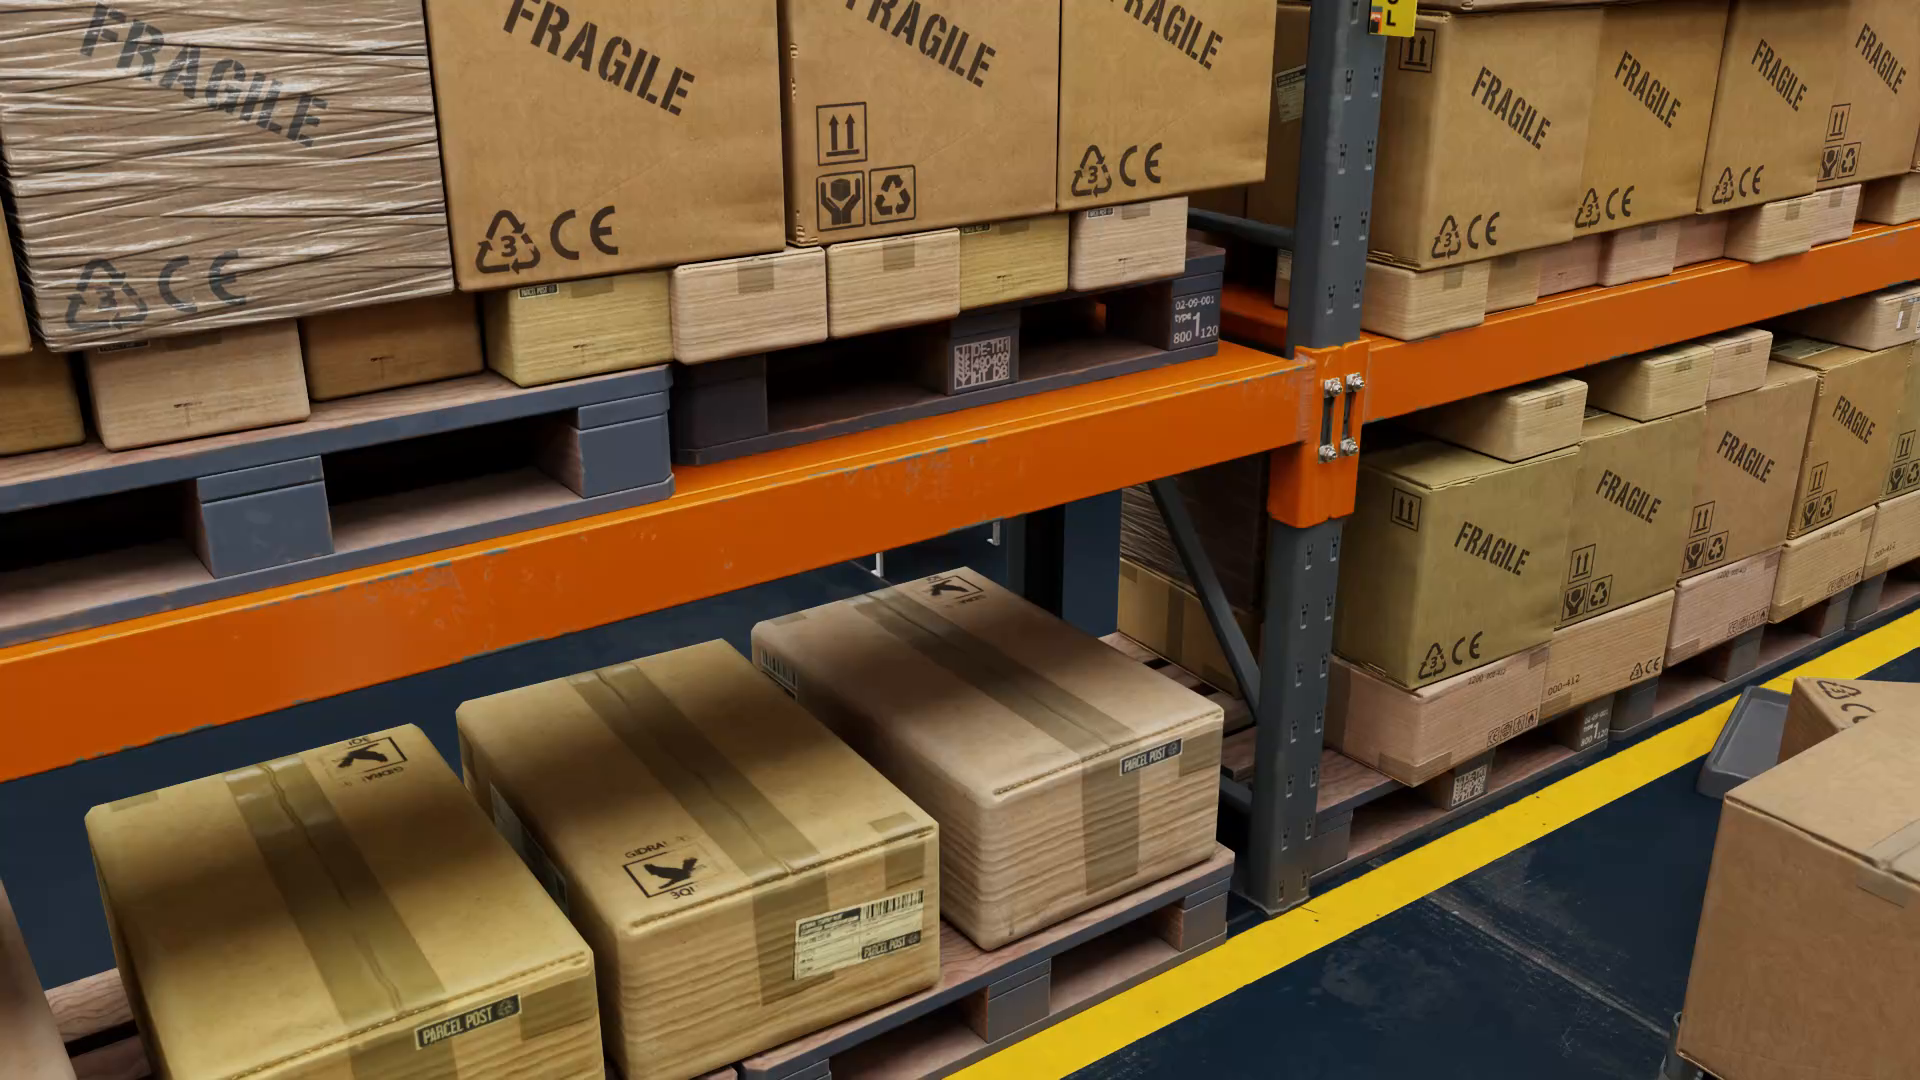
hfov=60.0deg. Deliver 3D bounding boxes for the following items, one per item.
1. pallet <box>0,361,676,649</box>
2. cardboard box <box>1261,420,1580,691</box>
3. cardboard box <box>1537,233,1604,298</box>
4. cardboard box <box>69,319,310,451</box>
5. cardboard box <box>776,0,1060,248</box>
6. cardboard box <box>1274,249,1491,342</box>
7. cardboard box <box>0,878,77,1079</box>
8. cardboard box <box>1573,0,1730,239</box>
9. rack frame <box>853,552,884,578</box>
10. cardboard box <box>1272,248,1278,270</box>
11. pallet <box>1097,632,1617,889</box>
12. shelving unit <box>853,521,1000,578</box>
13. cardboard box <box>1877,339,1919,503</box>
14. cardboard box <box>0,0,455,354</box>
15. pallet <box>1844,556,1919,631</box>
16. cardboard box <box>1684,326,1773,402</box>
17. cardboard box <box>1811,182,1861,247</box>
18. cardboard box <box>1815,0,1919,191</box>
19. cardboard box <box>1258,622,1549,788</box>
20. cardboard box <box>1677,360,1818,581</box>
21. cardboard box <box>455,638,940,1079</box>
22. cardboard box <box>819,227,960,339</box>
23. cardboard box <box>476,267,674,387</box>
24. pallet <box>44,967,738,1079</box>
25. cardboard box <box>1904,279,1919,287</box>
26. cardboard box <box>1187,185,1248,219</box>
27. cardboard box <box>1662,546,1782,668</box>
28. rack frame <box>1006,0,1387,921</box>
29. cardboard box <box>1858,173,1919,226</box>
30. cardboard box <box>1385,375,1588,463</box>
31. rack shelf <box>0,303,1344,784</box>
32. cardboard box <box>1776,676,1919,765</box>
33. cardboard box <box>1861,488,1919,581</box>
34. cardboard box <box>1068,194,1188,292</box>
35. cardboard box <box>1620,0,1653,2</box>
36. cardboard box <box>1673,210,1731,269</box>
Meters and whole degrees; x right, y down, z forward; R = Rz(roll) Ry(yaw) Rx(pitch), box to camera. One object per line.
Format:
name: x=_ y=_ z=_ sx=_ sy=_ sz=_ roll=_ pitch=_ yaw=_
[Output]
pallet: x=-1.205 y=-0.185 z=2.572 sx=1.213 sy=0.211 sz=1.003 roll=-15 pitch=26 yaw=-33
cardboard box: x=1.096 y=-0.012 z=4.011 sx=0.500 sy=0.500 sz=0.500 roll=-14 pitch=25 yaw=-30
cardboard box: x=1.275 y=-0.691 z=3.921 sx=0.250 sy=0.149 sz=0.380 roll=-15 pitch=26 yaw=-33
cardboard box: x=-1.075 y=-0.262 z=2.277 sx=0.250 sy=0.149 sz=0.380 roll=-14 pitch=26 yaw=-31
cardboard box: x=-0.184 y=-0.802 z=2.757 sx=0.500 sy=0.500 sz=0.500 roll=-15 pitch=26 yaw=-33
cardboard box: x=0.902 y=-0.554 z=3.578 sx=0.250 sy=0.149 sz=0.380 roll=-15 pitch=26 yaw=-33
cardboard box: x=-1.729 y=0.910 z=2.547 sx=0.625 sy=0.372 sz=0.950 roll=-16 pitch=27 yaw=-34
cardboard box: x=1.373 y=-1.011 z=3.847 sx=0.500 sy=0.500 sz=0.500 roll=-15 pitch=26 yaw=-33
rack frame: x=-0.332 y=-0.469 z=5.452 sx=0.015 sy=1.200 sz=0.240 roll=-15 pitch=26 yaw=-33
cardboard box: x=0.740 y=-0.800 z=4.193 sx=0.250 sy=0.149 sz=0.380 roll=-14 pitch=26 yaw=-32
pallet: x=0.984 y=0.440 z=4.510 sx=1.213 sy=0.211 sz=1.003 roll=-15 pitch=26 yaw=-33
shelving unit: x=-0.134 y=-0.521 z=5.584 sx=0.503 sy=1.200 sz=0.258 roll=-15 pitch=26 yaw=-33
cardboard box: x=2.786 y=-0.466 z=5.148 sx=0.500 sy=0.500 sz=0.500 roll=-14 pitch=26 yaw=-31
cardboard box: x=-1.031 y=-0.579 z=2.197 sx=0.500 sy=0.500 sz=0.500 roll=-16 pitch=27 yaw=-35
pallet: x=2.964 y=-0.088 z=5.833 sx=1.213 sy=0.211 sz=1.003 roll=-15 pitch=26 yaw=-33
cardboard box: x=1.865 y=-0.493 z=4.342 sx=0.250 sy=0.149 sz=0.380 roll=-13 pitch=25 yaw=-30
cardboard box: x=2.134 y=-0.891 z=4.422 sx=0.250 sy=0.149 sz=0.380 roll=-15 pitch=26 yaw=-33
cardboard box: x=2.187 y=-1.231 z=4.398 sx=0.500 sy=0.500 sz=0.500 roll=-15 pitch=26 yaw=-32
cardboard box: x=1.096 y=0.336 z=4.150 sx=0.500 sy=0.250 sz=0.500 roll=-16 pitch=27 yaw=-35
cardboard box: x=1.945 y=-0.243 z=4.590 sx=0.500 sy=0.500 sz=0.500 roll=-13 pitch=25 yaw=-30
cardboard box: x=-0.547 y=0.597 z=3.332 sx=0.625 sy=0.372 sz=0.950 roll=-13 pitch=25 yaw=-30
cardboard box: x=-0.210 y=-0.465 z=2.787 sx=0.250 sy=0.149 sz=0.380 roll=-15 pitch=26 yaw=-34
cardboard box: x=-0.634 y=-0.367 z=2.541 sx=0.250 sy=0.149 sz=0.380 roll=-15 pitch=26 yaw=-33
pallet: x=-1.163 y=1.030 z=3.030 sx=1.213 sy=0.211 sz=1.003 roll=-15 pitch=26 yaw=-33
cardboard box: x=2.743 y=-0.728 z=4.929 sx=0.250 sy=0.149 sz=0.380 roll=-14 pitch=26 yaw=-32
cardboard box: x=0.675 y=-1.055 z=3.957 sx=0.500 sy=0.500 sz=0.500 roll=-16 pitch=27 yaw=-34
cardboard box: x=1.952 y=0.102 z=4.738 sx=0.500 sy=0.250 sz=0.500 roll=-15 pitch=26 yaw=-34
rack frame: x=0.459 y=-0.699 z=3.602 sx=0.127 sy=3.000 sz=1.000 roll=-15 pitch=26 yaw=-33
cardboard box: x=2.530 y=-1.005 z=4.708 sx=0.250 sy=0.149 sz=0.380 roll=-15 pitch=26 yaw=-33
cardboard box: x=1.232 y=-0.322 z=3.914 sx=0.250 sy=0.149 sz=0.380 roll=-14 pitch=26 yaw=-32
rack shelf: x=-1.164 y=0.068 z=2.650 sx=4.000 sy=0.370 sz=1.077 roll=-15 pitch=26 yaw=-33
cardboard box: x=2.124 y=0.638 z=3.620 sx=0.500 sy=0.500 sz=0.500 roll=2 pitch=22 yaw=4
cardboard box: x=2.782 y=-0.118 z=5.287 sx=0.500 sy=0.250 sz=0.500 roll=-15 pitch=26 yaw=-33
cardboard box: x=0.203 y=-0.583 z=3.083 sx=0.250 sy=0.149 sz=0.380 roll=-14 pitch=26 yaw=-32
cardboard box: x=1.370 y=-1.482 z=3.679 sx=0.500 sy=0.500 sz=0.700 roll=-15 pitch=26 yaw=-33
cardboard box: x=1.694 y=-0.802 z=4.197 sx=0.250 sy=0.149 sz=0.380 roll=-15 pitch=26 yaw=-33
